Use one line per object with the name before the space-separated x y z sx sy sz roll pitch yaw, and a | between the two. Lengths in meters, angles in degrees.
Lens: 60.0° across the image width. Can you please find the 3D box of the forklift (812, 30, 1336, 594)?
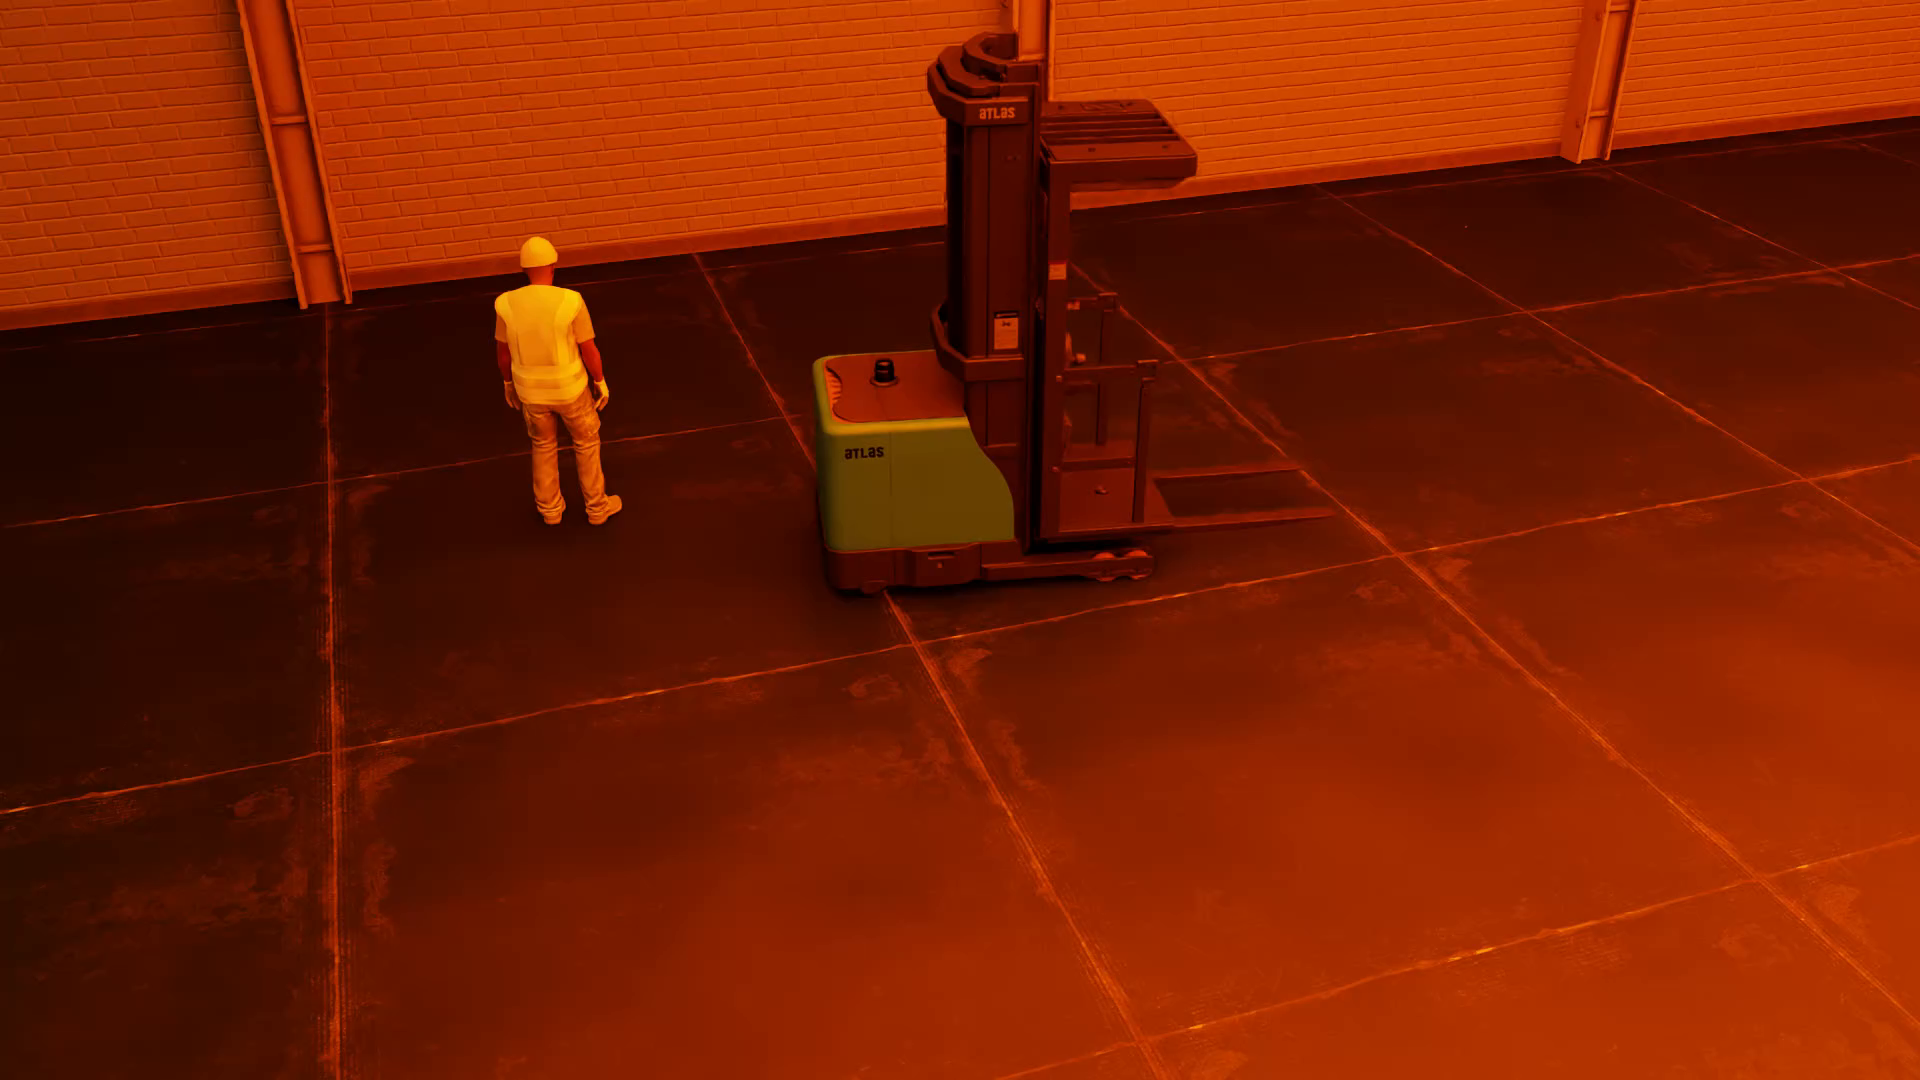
forklift | 0.682 -1.287 9.324 3.031 2.935 1.130 -4 30 -7

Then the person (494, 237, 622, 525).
person | -2.395 -0.915 9.843 0.618 1.772 0.453 2 30 3
